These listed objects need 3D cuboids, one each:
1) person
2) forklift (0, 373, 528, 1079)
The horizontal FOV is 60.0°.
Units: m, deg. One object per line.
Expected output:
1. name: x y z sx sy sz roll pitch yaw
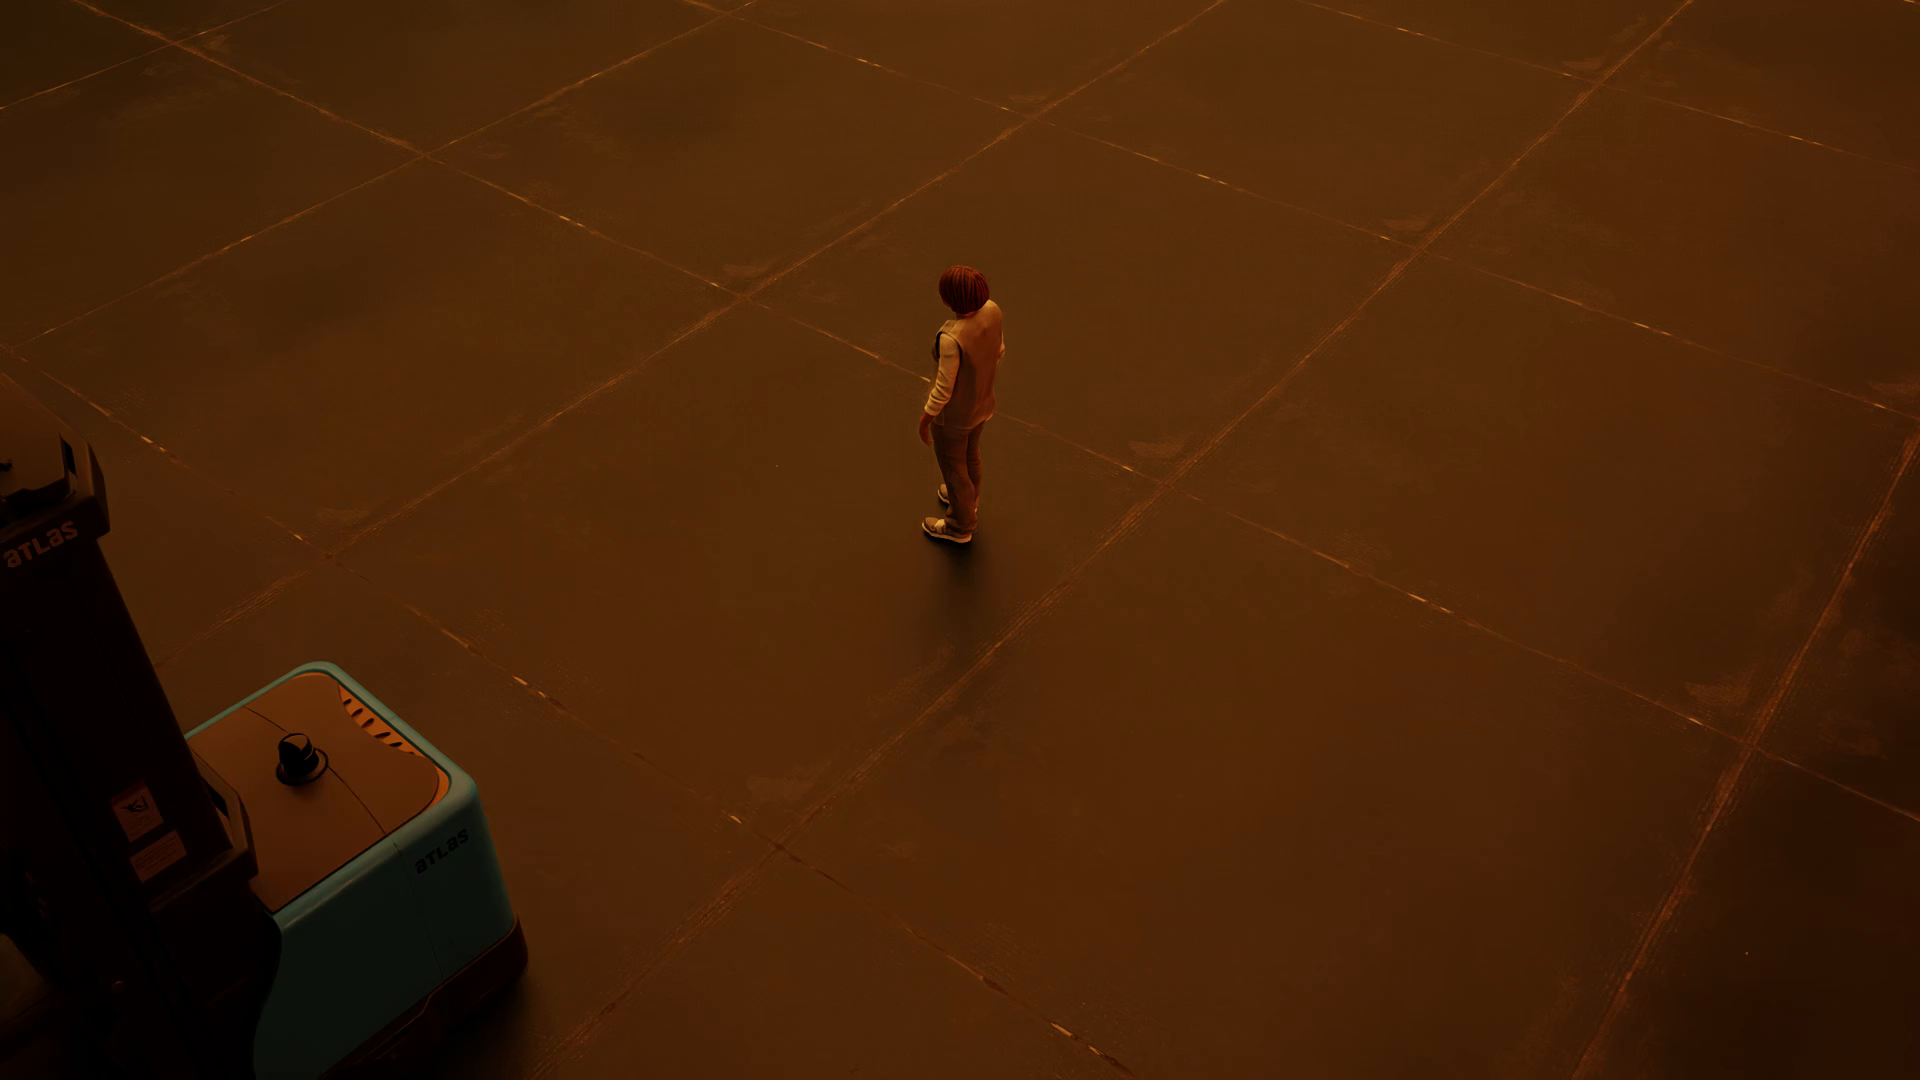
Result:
1. person: -0.051 -0.650 7.853 0.473 1.599 0.520 26 47 28
2. forklift: -2.999 1.049 4.843 1.130 2.935 3.031 30 49 30
